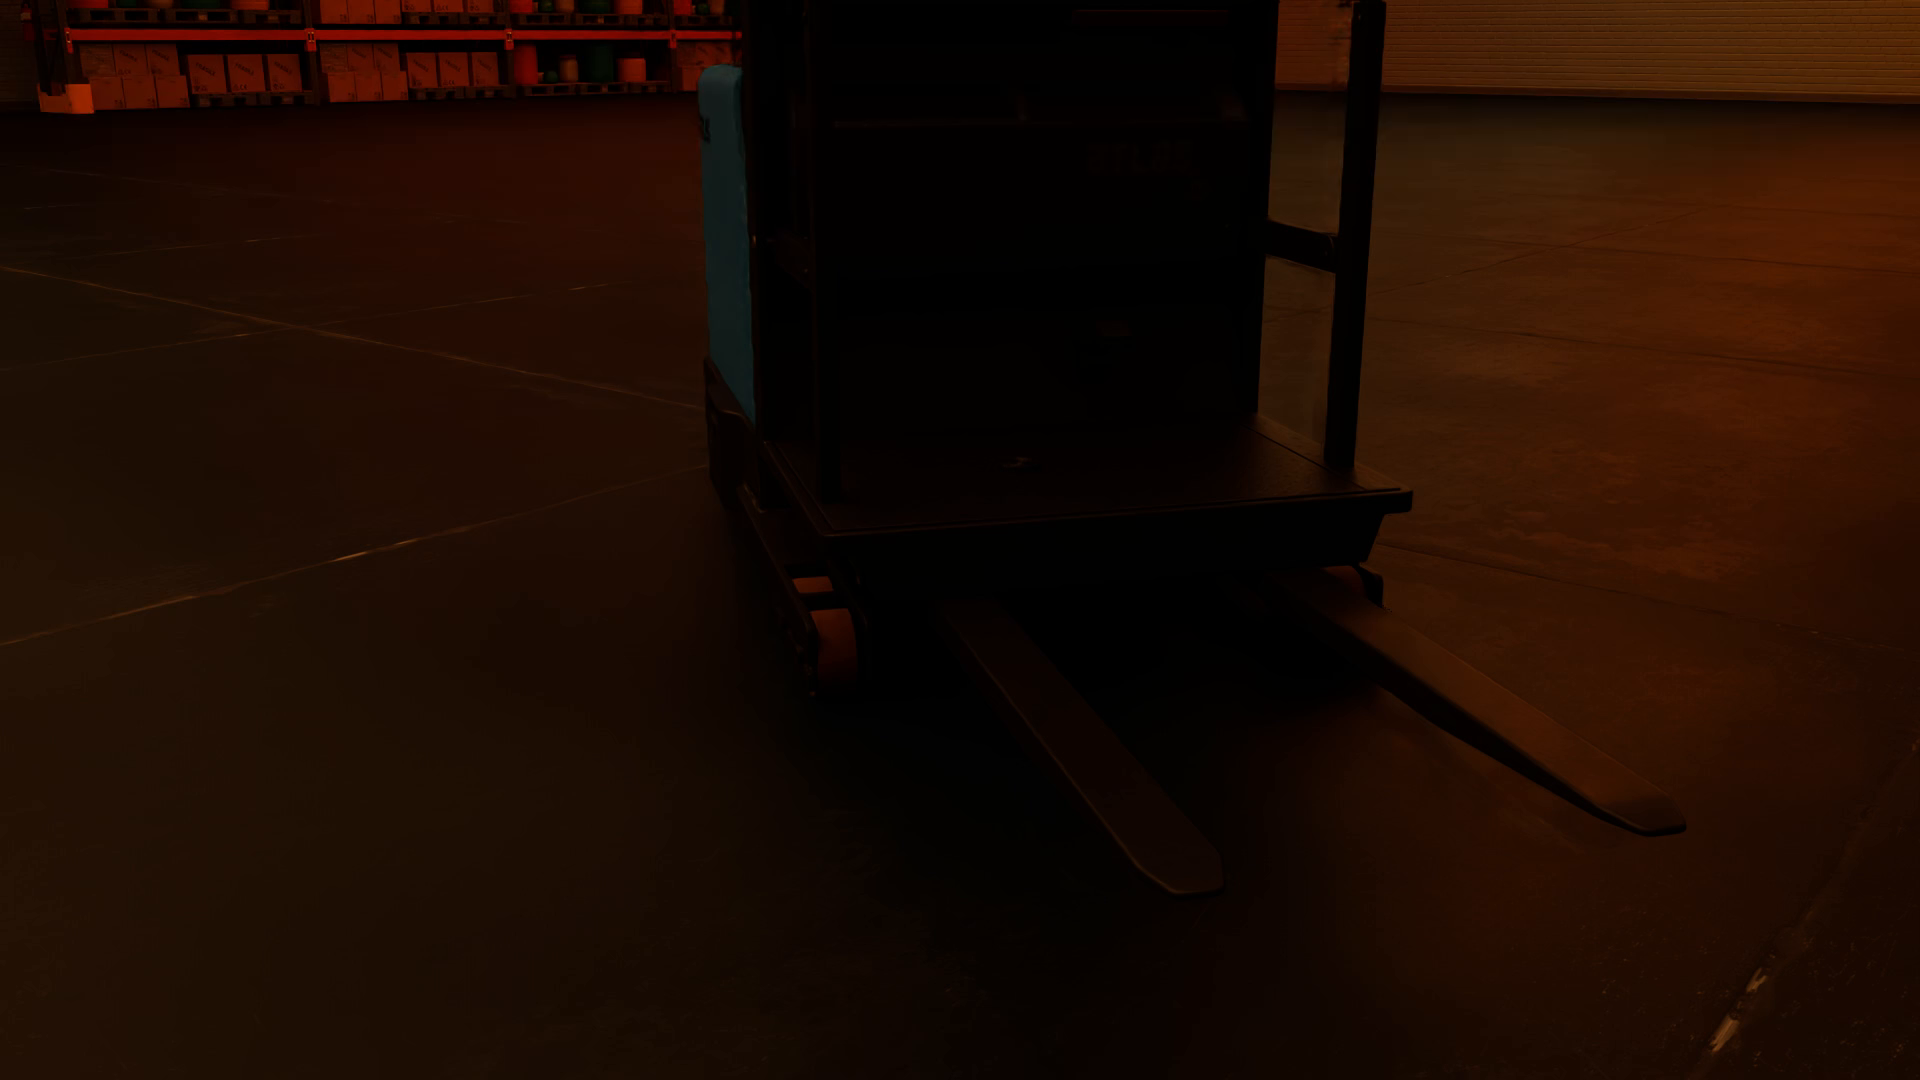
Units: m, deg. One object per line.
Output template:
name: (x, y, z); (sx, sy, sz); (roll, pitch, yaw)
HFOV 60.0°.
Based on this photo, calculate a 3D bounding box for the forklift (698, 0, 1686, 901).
forklift: (0.177, -1.240, 2.981); (1.130, 2.935, 3.031); (-4, 17, -14)
